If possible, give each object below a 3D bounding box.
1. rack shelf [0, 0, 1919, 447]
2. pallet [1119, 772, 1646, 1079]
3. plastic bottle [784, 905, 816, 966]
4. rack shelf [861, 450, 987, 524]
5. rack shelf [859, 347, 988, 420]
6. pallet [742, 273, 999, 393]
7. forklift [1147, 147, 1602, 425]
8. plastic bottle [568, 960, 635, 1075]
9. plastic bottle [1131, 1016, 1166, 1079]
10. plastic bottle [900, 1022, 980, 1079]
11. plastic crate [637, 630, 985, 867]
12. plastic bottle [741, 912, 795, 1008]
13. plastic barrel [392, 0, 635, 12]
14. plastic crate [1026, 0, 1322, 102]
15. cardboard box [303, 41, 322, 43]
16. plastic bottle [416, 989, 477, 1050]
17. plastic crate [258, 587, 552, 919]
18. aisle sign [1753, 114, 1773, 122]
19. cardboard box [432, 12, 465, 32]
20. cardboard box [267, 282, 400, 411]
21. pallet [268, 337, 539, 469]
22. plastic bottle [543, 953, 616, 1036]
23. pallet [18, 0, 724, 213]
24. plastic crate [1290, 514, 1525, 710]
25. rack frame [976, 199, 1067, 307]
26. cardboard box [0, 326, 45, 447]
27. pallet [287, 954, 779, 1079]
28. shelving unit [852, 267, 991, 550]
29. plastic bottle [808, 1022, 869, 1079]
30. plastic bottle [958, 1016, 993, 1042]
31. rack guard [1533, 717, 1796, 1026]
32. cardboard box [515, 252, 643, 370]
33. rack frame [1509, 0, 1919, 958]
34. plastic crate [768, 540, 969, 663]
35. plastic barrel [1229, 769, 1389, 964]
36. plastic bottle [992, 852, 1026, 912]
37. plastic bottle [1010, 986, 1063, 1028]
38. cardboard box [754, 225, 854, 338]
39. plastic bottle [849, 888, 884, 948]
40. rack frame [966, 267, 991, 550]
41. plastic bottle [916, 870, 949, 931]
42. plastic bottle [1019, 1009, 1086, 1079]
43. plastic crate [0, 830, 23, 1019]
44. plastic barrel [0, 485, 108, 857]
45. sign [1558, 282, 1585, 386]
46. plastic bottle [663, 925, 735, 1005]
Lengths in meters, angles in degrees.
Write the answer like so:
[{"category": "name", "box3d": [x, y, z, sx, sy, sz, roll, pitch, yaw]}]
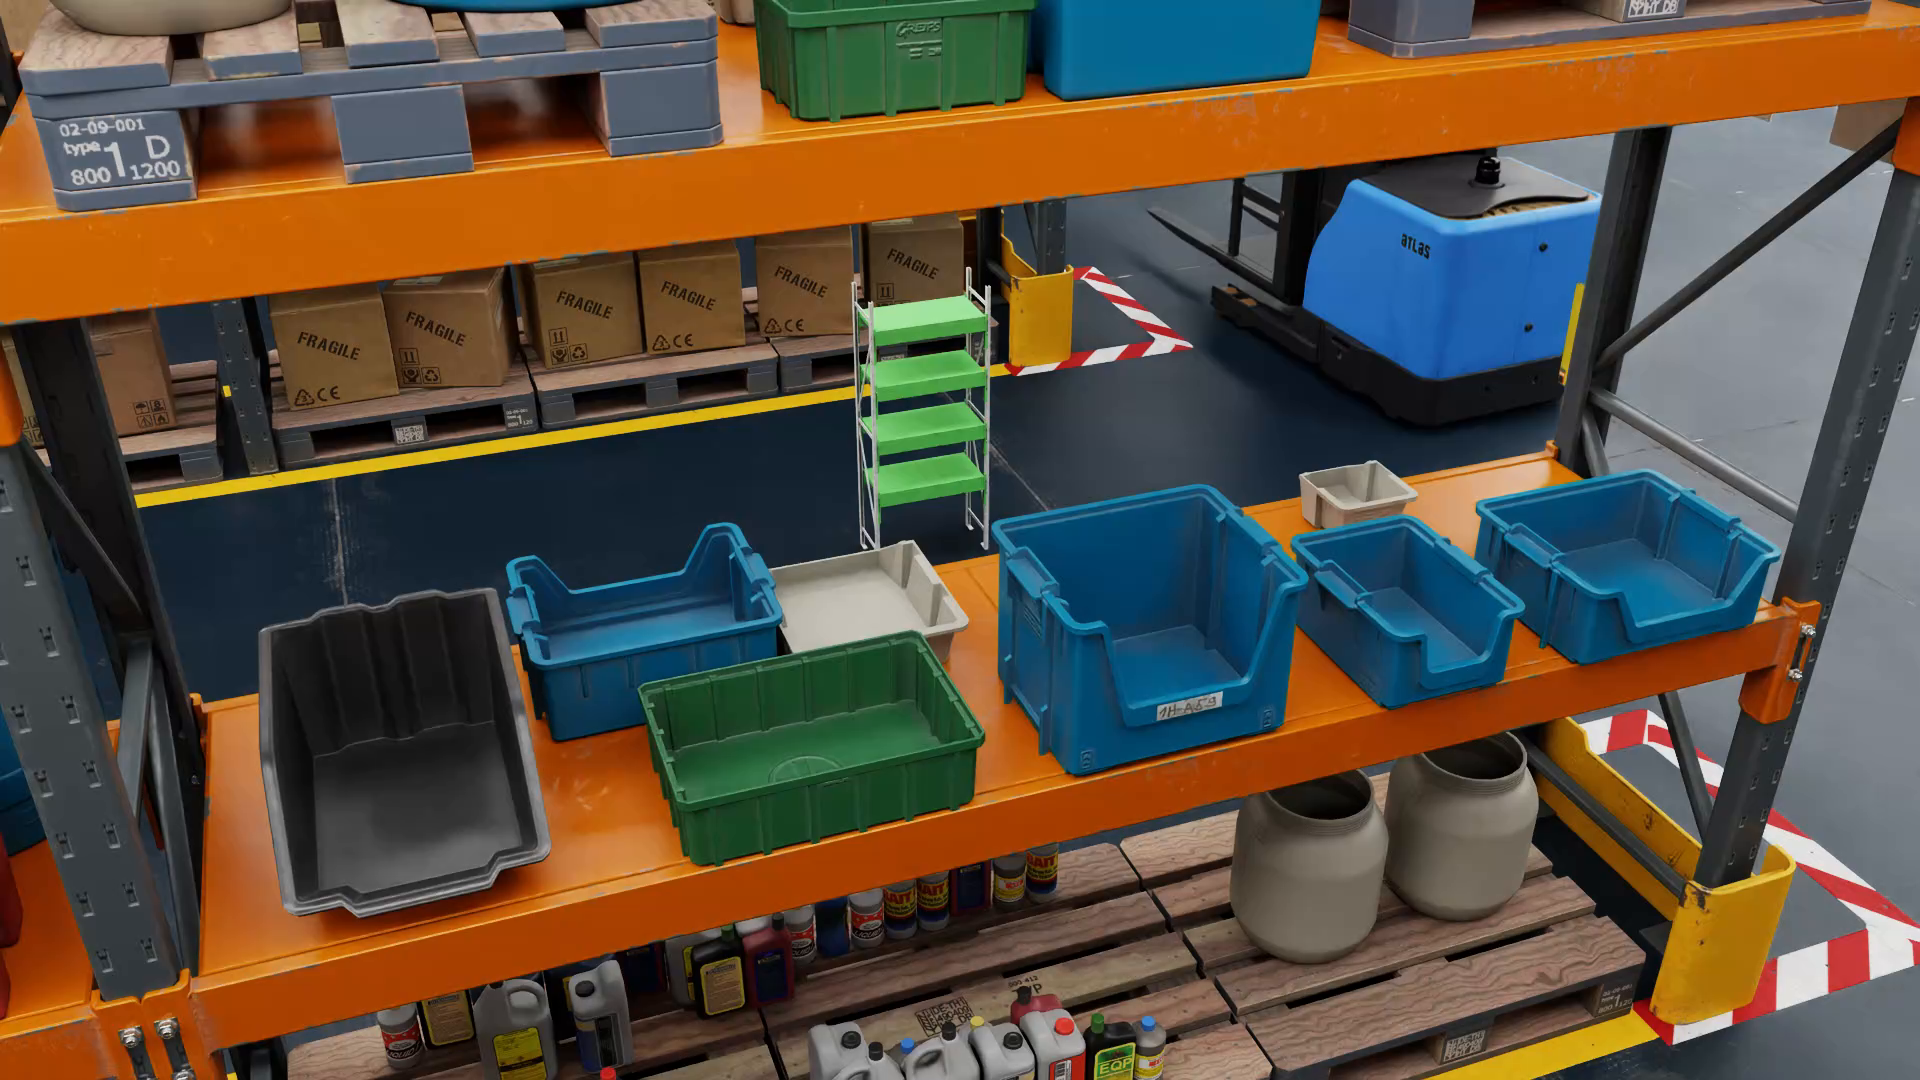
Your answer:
[{"category": "rack shelf", "box3d": [0.175, -0.875, 3.453, 4.000, 0.370, 1.077, -10, 31, -18]}, {"category": "pallet", "box3d": [1.231, 1.154, 5.011, 1.213, 0.211, 1.003, -10, 31, -18]}, {"category": "plastic bottle", "box3d": [-0.459, 1.092, 4.685, 0.097, 0.201, 0.097, 0, 30, 0]}, {"category": "rack shelf", "box3d": [-0.155, -0.229, 7.053, 0.480, 0.148, 0.258, -10, 31, -18]}, {"category": "rack shelf", "box3d": [-0.155, -0.646, 6.816, 0.480, 0.148, 0.258, -10, 31, -18]}, {"category": "pallet", "box3d": [-0.523, -1.179, 9.107, 1.213, 0.211, 1.003, -10, 31, -18]}, {"category": "forklift", "box3d": [2.092, -2.541, 8.749, 1.130, 2.935, 3.031, -12, 32, -21]}, {"category": "plastic bottle", "box3d": [-0.942, 1.239, 4.352, 0.135, 0.276, 0.152, -10, 31, -18]}, {"category": "plastic bottle", "box3d": [0.481, 1.315, 4.294, 0.097, 0.201, 0.097, 0, 30, 0]}, {"category": "plastic bottle", "box3d": [-0.049, 1.335, 4.107, 0.185, 0.351, 0.144, -9, 31, -16]}, {"category": "plastic crate", "box3d": [-0.329, 0.449, 3.645, 0.662, 0.188, 0.450, -10, 31, -18]}, {"category": "plastic bottle", "box3d": [-0.523, 1.139, 4.520, 0.133, 0.283, 0.061, -10, 31, -18]}, {"category": "plastic barrel", "box3d": [-0.730, -1.365, 2.655, 0.708, 0.901, 0.600, -10, 31, -18]}, {"category": "plastic crate", "box3d": [0.367, -1.057, 3.062, 0.575, 0.384, 0.392, -10, 31, -18]}, {"category": "cardboard box", "box3d": [-2.983, -2.059, 7.433, 0.500, 0.500, 0.875, -10, 31, -18]}, {"category": "plastic bottle", "box3d": [-1.364, 1.213, 4.389, 0.133, 0.283, 0.061, -9, 31, -15]}, {"category": "plastic crate", "box3d": [-1.165, 0.456, 3.482, 0.504, 0.338, 0.767, -10, 31, -18]}, {"category": "aisle sign", "box3d": [2.015, -1.508, 4.240, 0.004, 0.787, 0.394, -10, 31, -18]}, {"category": "cardboard box", "box3d": [-2.448, -2.491, 7.181, 0.500, 0.500, 0.500, -10, 31, -18]}, {"category": "cardboard box", "box3d": [-3.038, -0.984, 8.048, 0.500, 0.500, 0.500, -11, 32, -19]}, {"category": "pallet", "box3d": [-2.810, -0.758, 8.368, 1.213, 0.211, 1.003, -10, 31, -18]}, {"category": "plastic bottle", "box3d": [-1.017, 1.142, 4.446, 0.185, 0.351, 0.144, -12, 32, -20]}, {"category": "pallet", "box3d": [-1.058, -0.931, 3.014, 1.003, 0.211, 1.213, -10, 31, -18]}, {"category": "plastic crate", "box3d": [1.074, 0.169, 4.073, 0.408, 0.251, 0.499, -10, 31, -18]}, {"category": "rack frame", "box3d": [0.322, -2.528, 8.657, 0.127, 3.000, 1.000, -10, 31, -18]}, {"category": "cardboard box", "box3d": [-4.463, -0.773, 7.657, 0.500, 0.500, 0.700, -11, 31, -18]}, {"category": "pallet", "box3d": [-1.056, 1.575, 4.271, 1.213, 0.211, 1.003, -10, 31, -18]}, {"category": "shelving unit", "box3d": [-0.155, -0.493, 6.903, 0.503, 1.200, 0.258, -10, 31, -18]}, {"category": "plastic bottle", "box3d": [-0.298, 1.336, 4.183, 0.135, 0.276, 0.152, -10, 31, -18]}, {"category": "plastic bottle", "box3d": [0.044, 1.315, 4.294, 0.097, 0.201, 0.097, 0, 30, 0]}, {"category": "rack guard", "box3d": [1.994, 0.891, 5.181, 0.348, 0.500, 1.175, -10, 31, -18]}, {"category": "cardboard box", "box3d": [-1.949, -1.230, 8.480, 0.500, 0.500, 0.500, -13, 32, -22]}, {"category": "rack frame", "box3d": [2.049, -0.230, 4.623, 0.127, 3.000, 1.000, -10, 31, -18]}, {"category": "plastic crate", "box3d": [-0.266, 0.177, 4.175, 0.437, 0.136, 0.530, -10, 31, -18]}, {"category": "plastic barrel", "box3d": [0.989, 0.904, 4.722, 0.421, 0.512, 0.421, 0, 30, 0]}, {"category": "plastic bottle", "box3d": [0.144, 0.981, 4.880, 0.097, 0.201, 0.097, 0, 30, 0]}, {"category": "plastic bottle", "box3d": [0.197, 1.261, 4.306, 0.133, 0.283, 0.061, -10, 31, -18]}, {"category": "cardboard box", "box3d": [-0.817, -1.405, 8.787, 0.500, 0.500, 0.500, -3, 30, -5]}, {"category": "plastic bottle", "box3d": [-0.267, 1.057, 4.748, 0.097, 0.201, 0.097, 0, 30, 0]}, {"category": "rack frame", "box3d": [0.074, -0.535, 6.977, 0.015, 1.200, 0.240, -10, 31, -18]}, {"category": "plastic bottle", "box3d": [-0.080, 0.992, 4.791, 0.097, 0.271, 0.097, 0, 30, 0]}, {"category": "plastic bottle", "box3d": [0.235, 1.314, 4.221, 0.135, 0.276, 0.152, -10, 31, -17]}, {"category": "plastic crate", "box3d": [-2.047, 0.658, 3.000, 0.583, 0.464, 0.402, -10, 31, -18]}, {"category": "plastic barrel", "box3d": [-2.167, 0.169, 3.417, 0.708, 0.901, 0.600, -10, 31, -18]}, {"category": "sign", "box3d": [1.861, -0.606, 5.004, 0.005, 0.325, 0.100, -10, 31, -18]}, {"category": "plastic bottle", "box3d": [-0.714, 1.087, 4.544, 0.185, 0.351, 0.144, -11, 31, -18]}]
